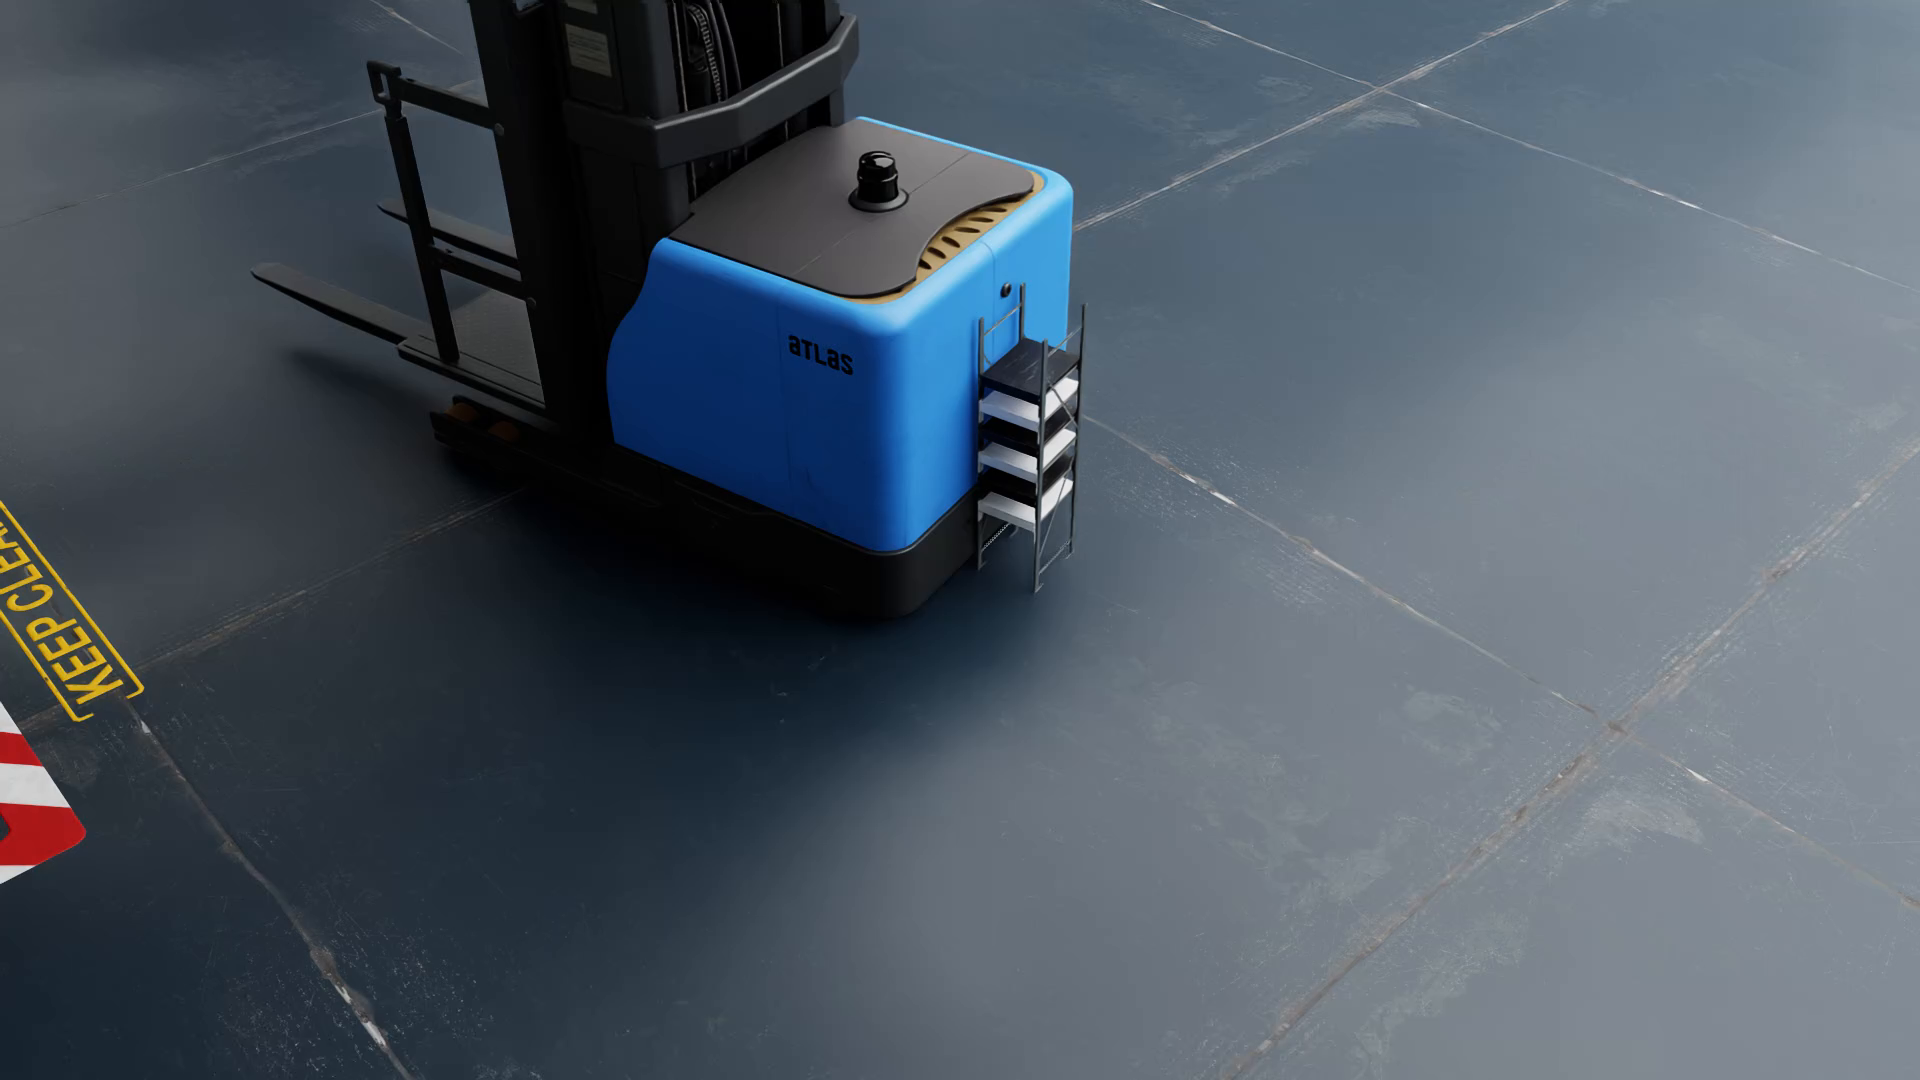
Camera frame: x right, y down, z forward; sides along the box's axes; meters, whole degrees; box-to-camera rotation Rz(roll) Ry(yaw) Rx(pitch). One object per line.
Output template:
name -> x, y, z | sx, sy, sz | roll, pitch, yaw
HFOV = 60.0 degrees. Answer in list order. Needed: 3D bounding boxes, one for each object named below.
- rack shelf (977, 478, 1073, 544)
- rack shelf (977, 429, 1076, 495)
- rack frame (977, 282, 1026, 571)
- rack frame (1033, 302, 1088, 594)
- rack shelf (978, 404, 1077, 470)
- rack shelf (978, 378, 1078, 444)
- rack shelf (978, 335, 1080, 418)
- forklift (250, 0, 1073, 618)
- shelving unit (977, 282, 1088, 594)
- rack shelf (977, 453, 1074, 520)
rack shelf -> 0.204, -0.118, 5.019 | 0.200, 0.077, 0.258 | 22, 44, 25
rack shelf -> 0.204, -0.258, 4.906 | 0.200, 0.077, 0.258 | 22, 44, 25
rack frame -> 0.119, -0.319, 4.928 | 0.006, 0.900, 0.240 | 22, 44, 25
rack frame -> 0.290, -0.249, 4.842 | 0.006, 0.900, 0.240 | 22, 44, 25
rack shelf -> 0.204, -0.328, 4.850 | 0.200, 0.077, 0.258 | 22, 44, 25
rack shelf -> 0.204, -0.398, 4.793 | 0.200, 0.077, 0.258 | 22, 44, 25
rack shelf -> 0.204, -0.468, 4.737 | 0.200, 0.077, 0.258 | 22, 44, 25
forklift -> -1.168, -1.622, 4.926 | 3.031, 2.935, 1.130 | 22, 44, 25
shelving unit -> 0.204, -0.284, 4.885 | 0.210, 0.900, 0.258 | 22, 44, 25
rack shelf -> 0.204, -0.188, 4.963 | 0.200, 0.077, 0.258 | 22, 44, 25
